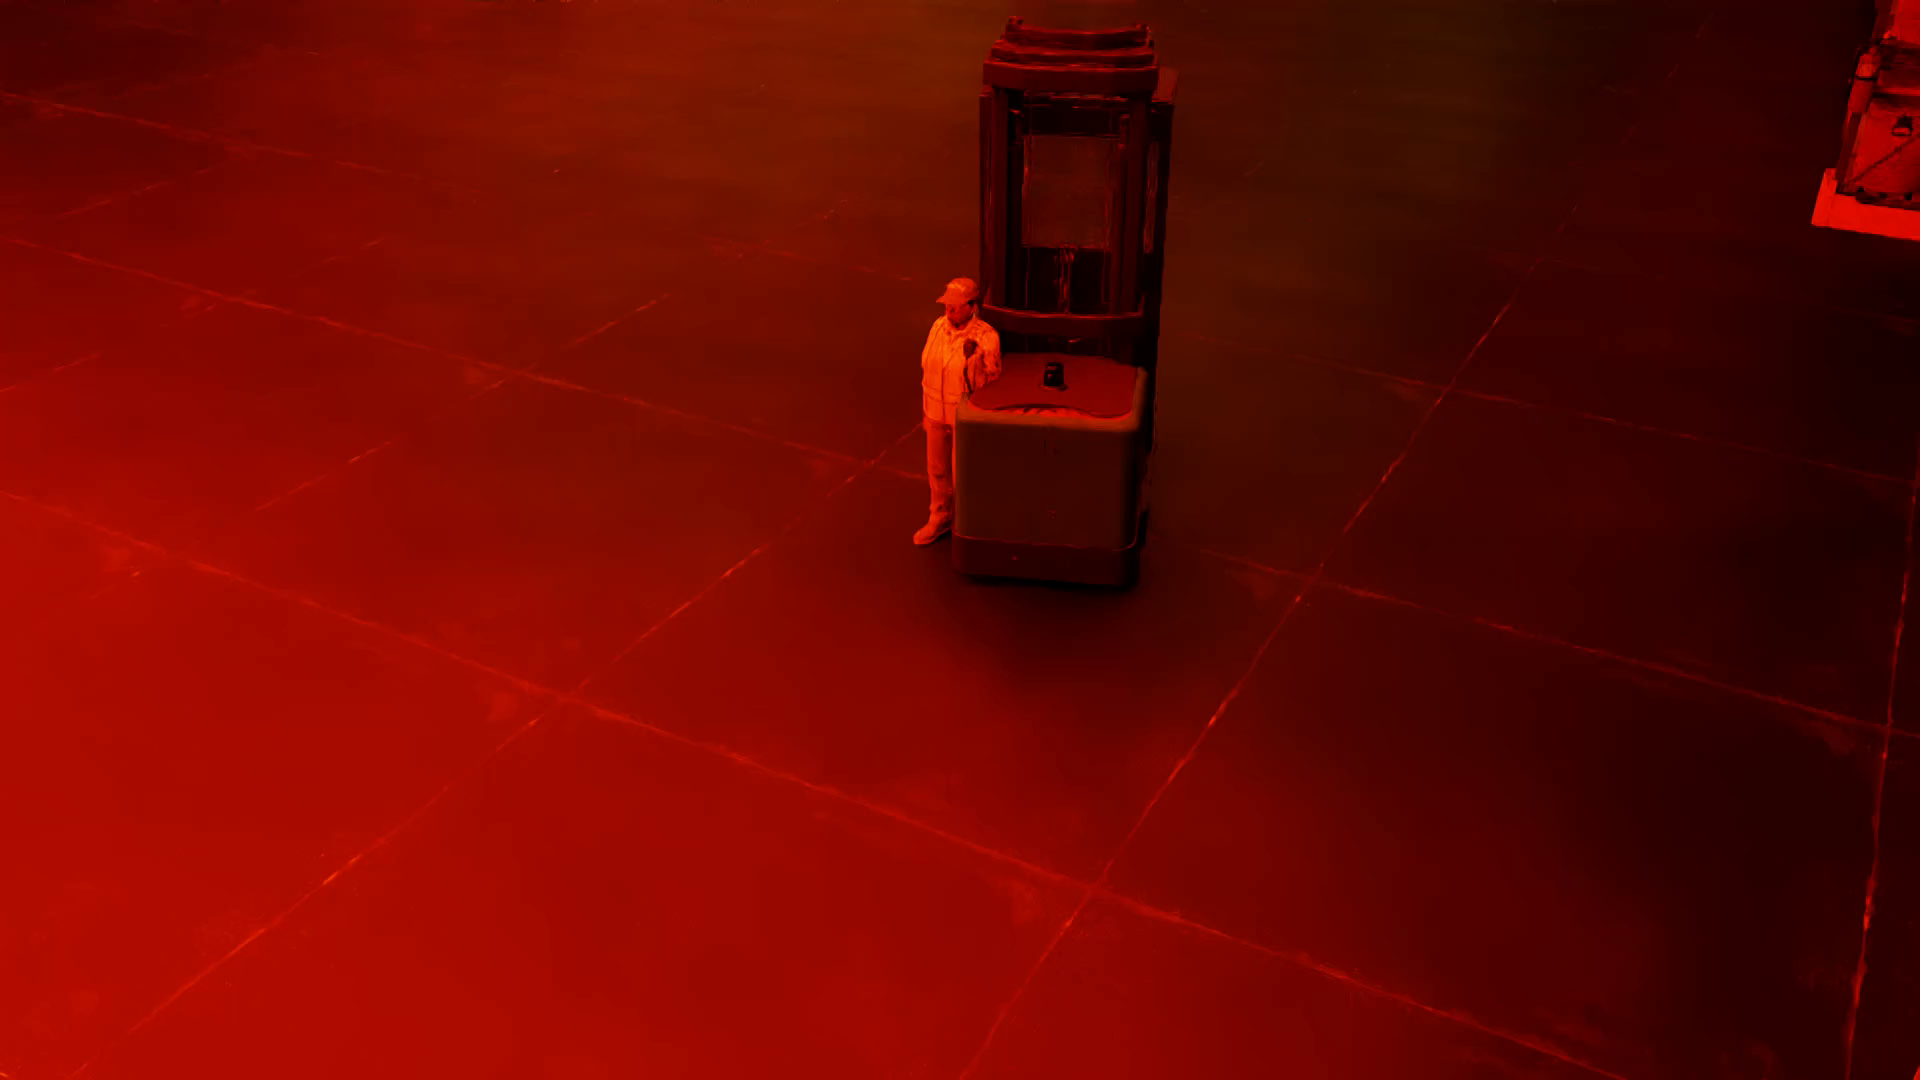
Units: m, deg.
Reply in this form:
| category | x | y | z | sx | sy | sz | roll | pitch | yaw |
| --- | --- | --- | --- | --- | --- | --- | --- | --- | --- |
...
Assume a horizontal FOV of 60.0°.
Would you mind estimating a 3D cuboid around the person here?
| category | x | y | z | sx | sy | sz | roll | pitch | yaw |
| --- | --- | --- | --- | --- | --- | --- | --- | --- | --- |
| person | -0.019 | -0.708 | 9.571 | 0.482 | 1.666 | 0.407 | 15 | 33 | 25 |

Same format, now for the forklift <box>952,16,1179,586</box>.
| category | x | y | z | sx | sy | sz | roll | pitch | yaw |
| --- | --- | --- | --- | --- | --- | --- | --- | --- | --- |
| forklift | 0.695 | -1.729 | 10.067 | 1.130 | 2.935 | 3.031 | 4 | 30 | 8 |
